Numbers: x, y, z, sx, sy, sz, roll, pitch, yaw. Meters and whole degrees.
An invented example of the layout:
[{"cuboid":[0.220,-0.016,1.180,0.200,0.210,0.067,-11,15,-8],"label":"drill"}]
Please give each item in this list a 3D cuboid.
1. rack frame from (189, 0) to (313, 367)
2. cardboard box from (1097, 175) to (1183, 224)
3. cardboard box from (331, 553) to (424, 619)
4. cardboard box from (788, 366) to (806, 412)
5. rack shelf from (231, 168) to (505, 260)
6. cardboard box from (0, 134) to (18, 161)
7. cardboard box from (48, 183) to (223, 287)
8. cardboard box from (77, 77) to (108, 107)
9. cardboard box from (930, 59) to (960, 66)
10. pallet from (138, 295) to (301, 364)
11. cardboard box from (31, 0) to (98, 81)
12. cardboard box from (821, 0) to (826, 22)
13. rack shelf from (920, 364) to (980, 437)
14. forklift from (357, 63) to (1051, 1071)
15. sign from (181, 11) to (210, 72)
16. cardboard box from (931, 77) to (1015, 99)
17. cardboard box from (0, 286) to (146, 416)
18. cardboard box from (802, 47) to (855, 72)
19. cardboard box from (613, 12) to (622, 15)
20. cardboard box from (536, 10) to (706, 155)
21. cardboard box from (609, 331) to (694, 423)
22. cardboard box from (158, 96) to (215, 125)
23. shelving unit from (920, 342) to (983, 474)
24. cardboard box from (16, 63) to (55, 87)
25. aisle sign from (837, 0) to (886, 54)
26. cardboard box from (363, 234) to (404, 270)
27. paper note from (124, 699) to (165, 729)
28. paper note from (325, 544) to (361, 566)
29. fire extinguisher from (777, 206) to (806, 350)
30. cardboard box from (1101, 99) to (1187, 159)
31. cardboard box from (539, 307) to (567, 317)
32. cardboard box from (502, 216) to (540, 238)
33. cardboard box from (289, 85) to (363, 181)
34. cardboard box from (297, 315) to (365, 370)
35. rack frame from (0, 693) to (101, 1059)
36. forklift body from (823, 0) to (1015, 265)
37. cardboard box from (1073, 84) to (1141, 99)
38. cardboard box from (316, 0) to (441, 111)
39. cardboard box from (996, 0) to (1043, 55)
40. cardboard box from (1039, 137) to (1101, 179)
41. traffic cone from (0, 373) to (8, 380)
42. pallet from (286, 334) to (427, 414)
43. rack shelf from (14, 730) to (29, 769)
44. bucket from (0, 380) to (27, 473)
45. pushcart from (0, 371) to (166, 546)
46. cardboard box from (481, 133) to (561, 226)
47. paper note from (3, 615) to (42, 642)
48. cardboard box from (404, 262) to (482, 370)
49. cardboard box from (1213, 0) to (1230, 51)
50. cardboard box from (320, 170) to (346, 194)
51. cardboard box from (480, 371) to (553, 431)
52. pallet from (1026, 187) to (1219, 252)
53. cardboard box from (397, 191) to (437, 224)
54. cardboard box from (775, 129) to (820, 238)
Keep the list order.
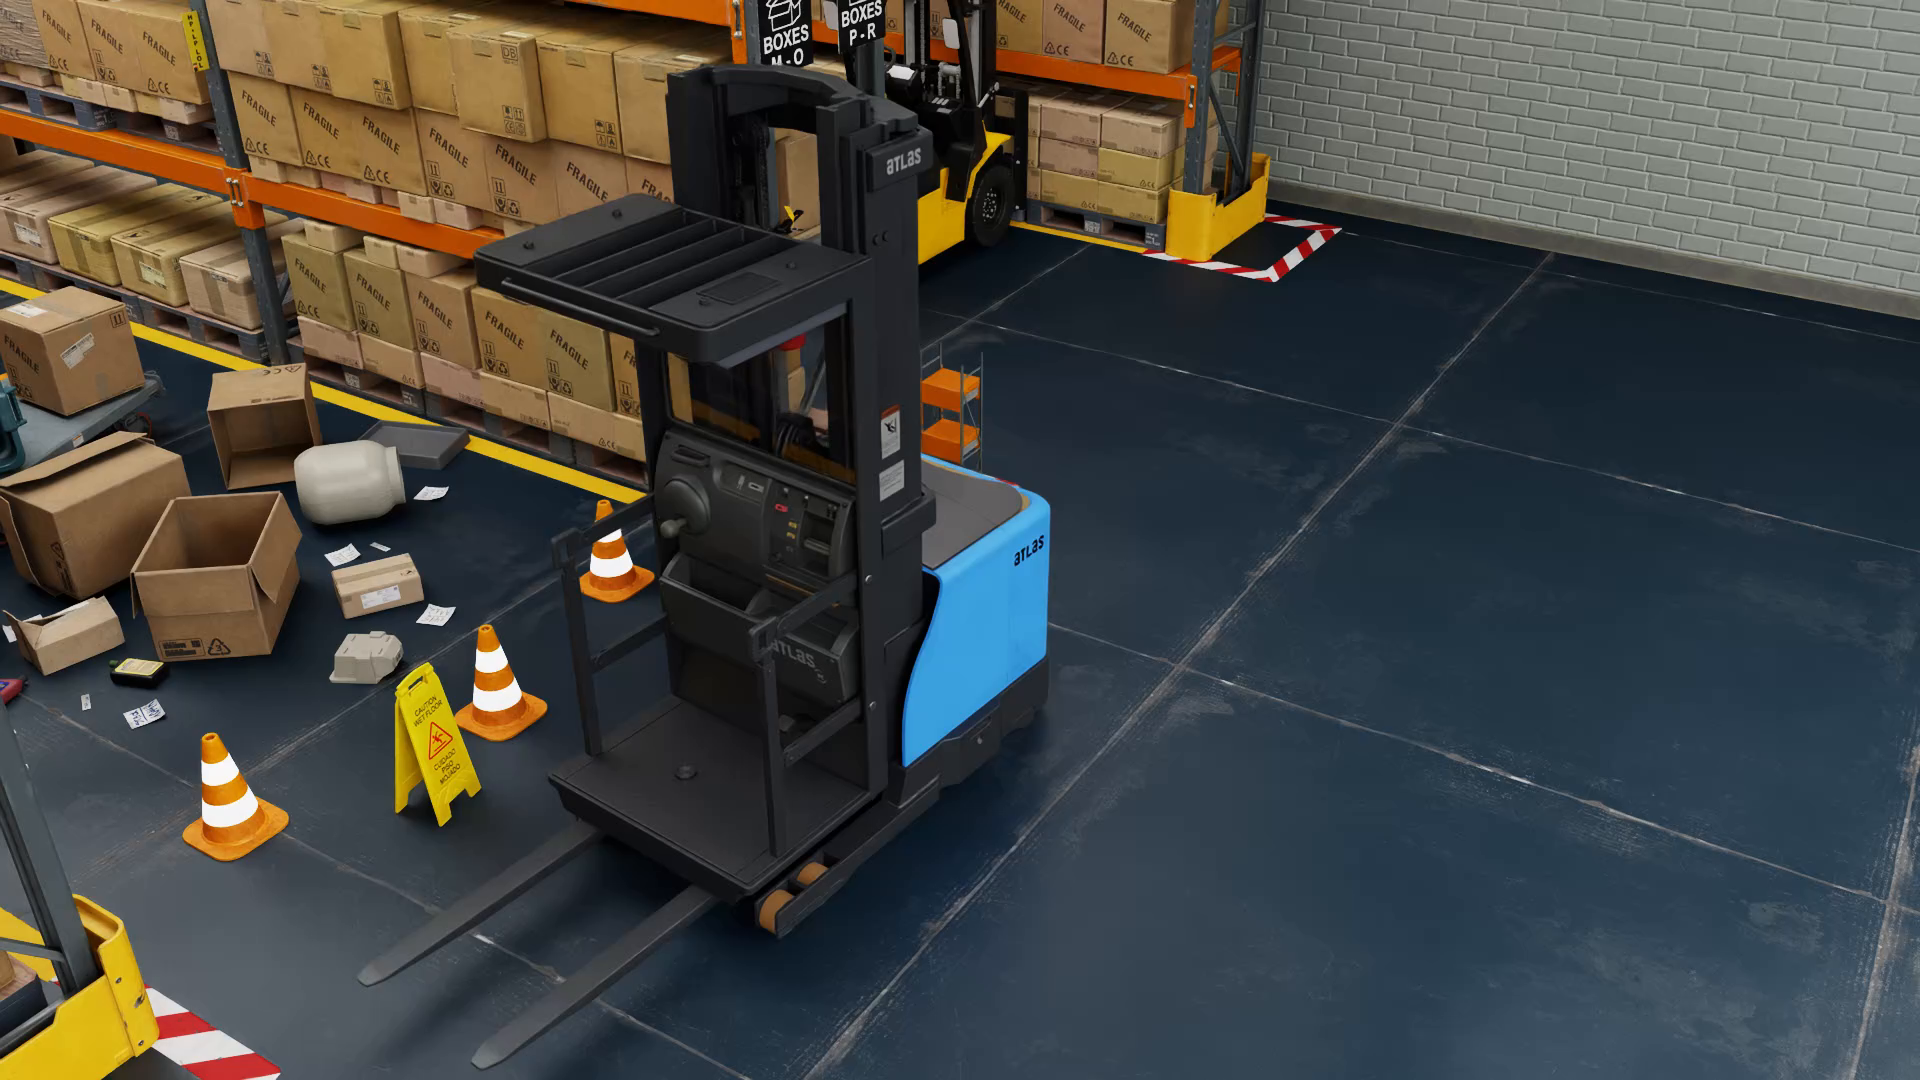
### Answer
[{"cuboid":[-4.081,-2.588,10.210,0.127,3.000,1.000,18,35,27],"label":"rack frame"},{"cuboid":[1.377,-2.621,12.578,0.500,0.250,0.500,18,35,28],"label":"cardboard box"},{"cuboid":[-2.876,0.226,8.215,0.380,0.149,0.250,-15,33,-24],"label":"cardboard box"},{"cuboid":[-1.229,-0.845,9.533,0.500,0.250,0.500,17,34,27],"label":"cardboard box"},{"cuboid":[-2.387,-1.742,9.473,4.000,0.370,1.077,18,35,27],"label":"rack shelf"},{"cuboid":[-8.009,-3.144,12.854,0.875,0.875,0.875,17,34,27],"label":"cardboard box"},{"cuboid":[-5.727,-2.151,11.651,0.625,0.372,0.950,19,35,29],"label":"cardboard box"},{"cuboid":[-5.332,-2.880,10.542,0.250,0.149,0.380,18,35,28],"label":"cardboard box"},{"cuboid":[-0.067,-3.813,13.630,0.500,0.250,0.500,18,35,28],"label":"cardboard box"},{"cuboid":[-4.741,-1.592,11.269,1.213,0.211,1.003,18,35,27],"label":"pallet"},{"cuboid":[-5.449,-3.240,10.516,0.500,0.500,0.500,19,35,29],"label":"cardboard box"},{"cuboid":[-0.758,-4.388,13.196,0.500,0.500,0.500,18,35,28],"label":"cardboard box"},{"cuboid":[-0.045,-0.704,8.372,0.240,0.259,0.215,18,35,27],"label":"rack shelf"},{"cuboid":[-0.897,-0.070,5.961,1.130,2.935,3.031,21,36,31],"label":"forklift"},{"cuboid":[-4.373,-2.851,9.510,0.005,0.325,0.100,18,35,27],"label":"sign"},{"cuboid":[0.094,-3.456,13.017,0.500,0.250,0.500,17,34,26],"label":"cardboard box"},{"cuboid":[-5.002,-1.068,9.333,0.500,0.500,0.500,18,35,27],"label":"cardboard box"},{"cuboid":[-1.202,-3.870,13.726,0.500,0.250,0.500,17,34,27],"label":"cardboard box"},{"cuboid":[-3.184,-4.410,15.273,0.625,0.625,0.875,16,34,25],"label":"cardboard box"},{"cuboid":[-1.666,-2.303,8.334,0.500,0.500,0.700,18,35,28],"label":"cardboard box"},{"cuboid":[-1.510,-0.938,8.948,0.500,0.500,0.500,18,35,28],"label":"cardboard box"},{"cuboid":[-4.663,-2.681,10.202,0.250,0.149,0.380,18,35,28],"label":"cardboard box"},{"cuboid":[-0.045,-0.468,8.510,0.252,1.050,0.215,18,35,27],"label":"shelving unit"},{"cuboid":[-5.949,-3.113,10.941,0.250,0.149,0.380,19,35,29],"label":"cardboard box"},{"cuboid":[-0.476,-2.755,7.916,0.004,0.787,0.394,18,35,27],"label":"aisle sign"},{"cuboid":[-3.214,-1.717,9.640,0.250,0.149,0.380,19,35,29],"label":"cardboard box"},{"cuboid":[-3.629,0.773,7.397,0.144,0.017,0.142,-21,36,-32],"label":"paper note"},{"cuboid":[-3.191,0.075,8.602,0.148,0.019,0.142,-21,36,-32],"label":"paper note"},{"cuboid":[-0.841,-1.256,8.003,0.183,0.674,0.296,18,35,27],"label":"fire extinguisher"},{"cuboid":[1.387,-3.052,12.324,0.500,0.250,0.500,19,35,29],"label":"cardboard box"},{"cuboid":[-2.068,-1.356,9.022,0.250,0.149,0.380,18,35,28],"label":"cardboard box"},{"cuboid":[-2.244,-1.730,8.988,0.250,0.149,0.380,17,34,27],"label":"cardboard box"},{"cuboid":[-3.419,-2.399,9.490,0.500,0.500,0.500,17,34,27],"label":"cardboard box"},{"cuboid":[-3.725,-1.309,10.328,0.500,0.250,0.500,16,34,25],"label":"cardboard box"},{"cuboid":[-3.239,0.623,4.705,0.127,3.000,1.000,18,35,27],"label":"rack frame"},{"cuboid":[-0.633,-2.999,11.756,1.214,2.155,2.313,18,35,27],"label":"forklift body"},{"cuboid":[1.211,-3.404,12.927,0.500,0.250,0.500,18,35,27],"label":"cardboard box"},{"cuboid":[-2.991,-2.689,8.996,0.500,0.500,0.700,17,34,26],"label":"cardboard box"},{"cuboid":[0.518,-3.979,12.495,0.500,0.500,0.500,17,34,26],"label":"cardboard box"},{"cuboid":[0.945,-2.982,12.700,0.500,0.250,0.500,17,34,27],"label":"cardboard box"},{"cuboid":[-5.875,-1.227,10.394,0.334,0.463,0.336,18,35,27],"label":"traffic cone"},{"cuboid":[-3.493,-1.219,10.630,1.213,0.211,1.003,18,35,27],"label":"pallet"},{"cuboid":[-4.933,0.398,5.805,4.000,0.370,1.077,18,35,27],"label":"rack shelf"},{"cuboid":[-5.286,-0.639,8.608,0.726,0.611,0.620,-21,26,-32],"label":"bucket"},{"cuboid":[-5.250,-0.469,9.180,0.936,0.377,1.648,6,31,10],"label":"pushcart"},{"cuboid":[-2.143,-1.988,8.786,0.500,0.500,0.500,17,34,27],"label":"cardboard box"},{"cuboid":[-4.504,0.420,8.007,0.172,0.023,0.155,-21,36,-32],"label":"paper note"},{"cuboid":[-2.827,-1.355,9.663,0.500,0.500,0.500,20,36,30],"label":"cardboard box"},{"cuboid":[1.671,-3.931,12.412,0.500,0.500,0.500,19,35,29],"label":"cardboard box"},{"cuboid":[-3.502,-2.155,9.716,0.250,0.149,0.380,17,34,27],"label":"cardboard box"},{"cuboid":[-2.401,-0.892,9.614,0.500,0.250,0.500,16,34,26],"label":"cardboard box"},{"cuboid":[1.273,-2.619,13.029,1.213,0.211,1.003,18,35,27],"label":"pallet"},{"cuboid":[-2.906,-1.912,9.300,0.250,0.149,0.380,18,35,28],"label":"cardboard box"},{"cuboid":[-0.947,-1.934,8.693,0.500,0.500,0.500,17,34,27],"label":"cardboard box"}]
